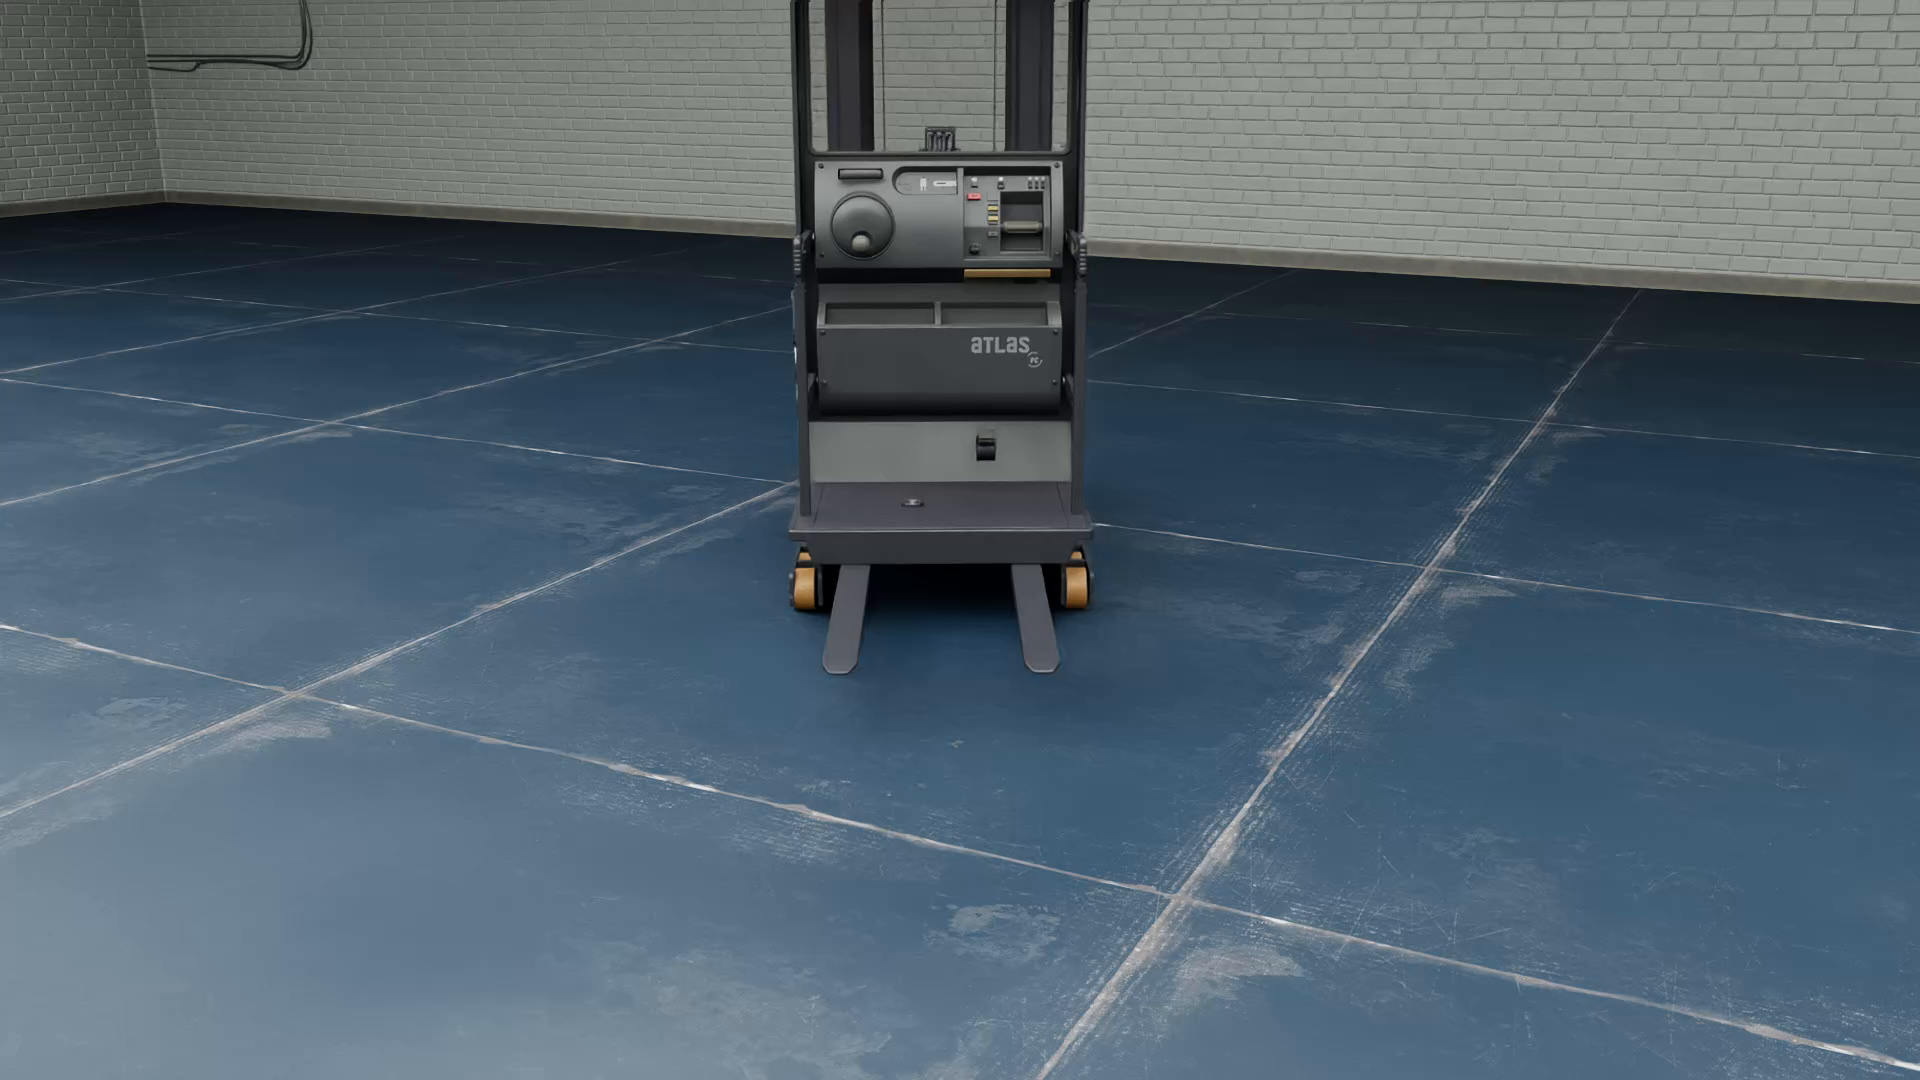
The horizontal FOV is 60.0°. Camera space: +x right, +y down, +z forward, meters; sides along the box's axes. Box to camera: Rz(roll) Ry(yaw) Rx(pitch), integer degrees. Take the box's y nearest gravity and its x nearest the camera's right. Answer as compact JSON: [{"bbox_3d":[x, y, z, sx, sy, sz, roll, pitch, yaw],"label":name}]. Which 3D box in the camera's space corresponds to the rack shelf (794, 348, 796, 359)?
[{"bbox_3d":[-0.633,-0.859,7.801,0.258,0.077,0.200,-7,18,-15],"label":"rack shelf"}]

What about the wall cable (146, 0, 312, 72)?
[{"bbox_3d":[-9.333,-7.154,20.759,3.097,2.526,0.112,8,18,25],"label":"wall cable"}]

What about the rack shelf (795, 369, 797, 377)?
[{"bbox_3d":[-0.629,-0.774,7.828,0.258,0.077,0.200,-7,18,-15],"label":"rack shelf"}]

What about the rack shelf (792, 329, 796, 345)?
[{"bbox_3d":[-0.637,-0.945,7.775,0.258,0.077,0.200,-7,18,-15],"label":"rack shelf"}]

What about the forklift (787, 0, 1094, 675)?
[{"bbox_3d":[-0.073,-1.230,6.019,1.130,2.935,3.031,0,17,-1],"label":"forklift"}]

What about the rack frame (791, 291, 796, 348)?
[{"bbox_3d":[-0.655,-0.747,7.938,0.240,0.900,0.006,-7,18,-15],"label":"rack frame"}]

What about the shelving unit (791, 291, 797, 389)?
[{"bbox_3d":[-0.627,-0.719,7.845,0.258,0.900,0.210,-7,18,-15],"label":"shelving unit"}]
